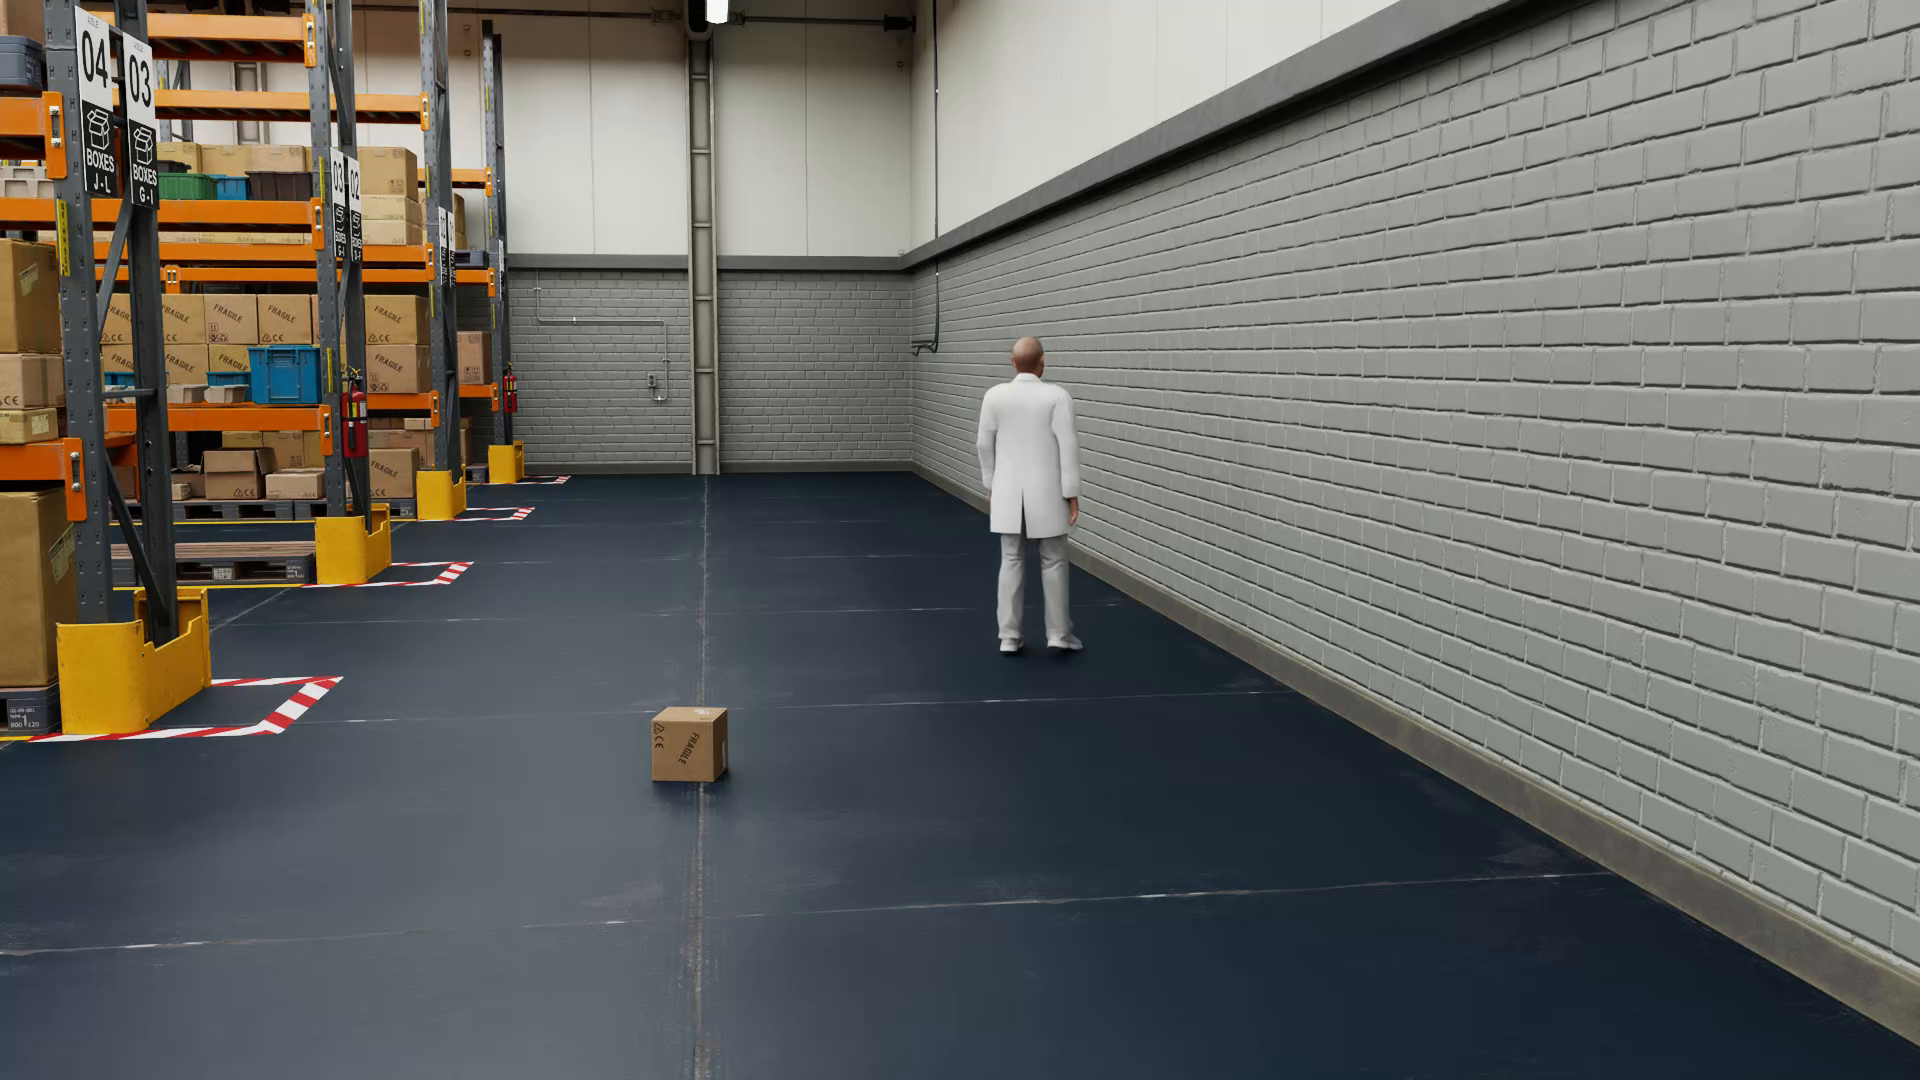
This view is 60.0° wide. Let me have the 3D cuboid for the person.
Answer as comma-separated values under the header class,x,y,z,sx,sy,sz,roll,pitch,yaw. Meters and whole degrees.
class,x,y,z,sx,sy,sz,roll,pitch,yaw
person,0.422,-0.249,9.497,0.624,1.810,0.536,2,7,17
